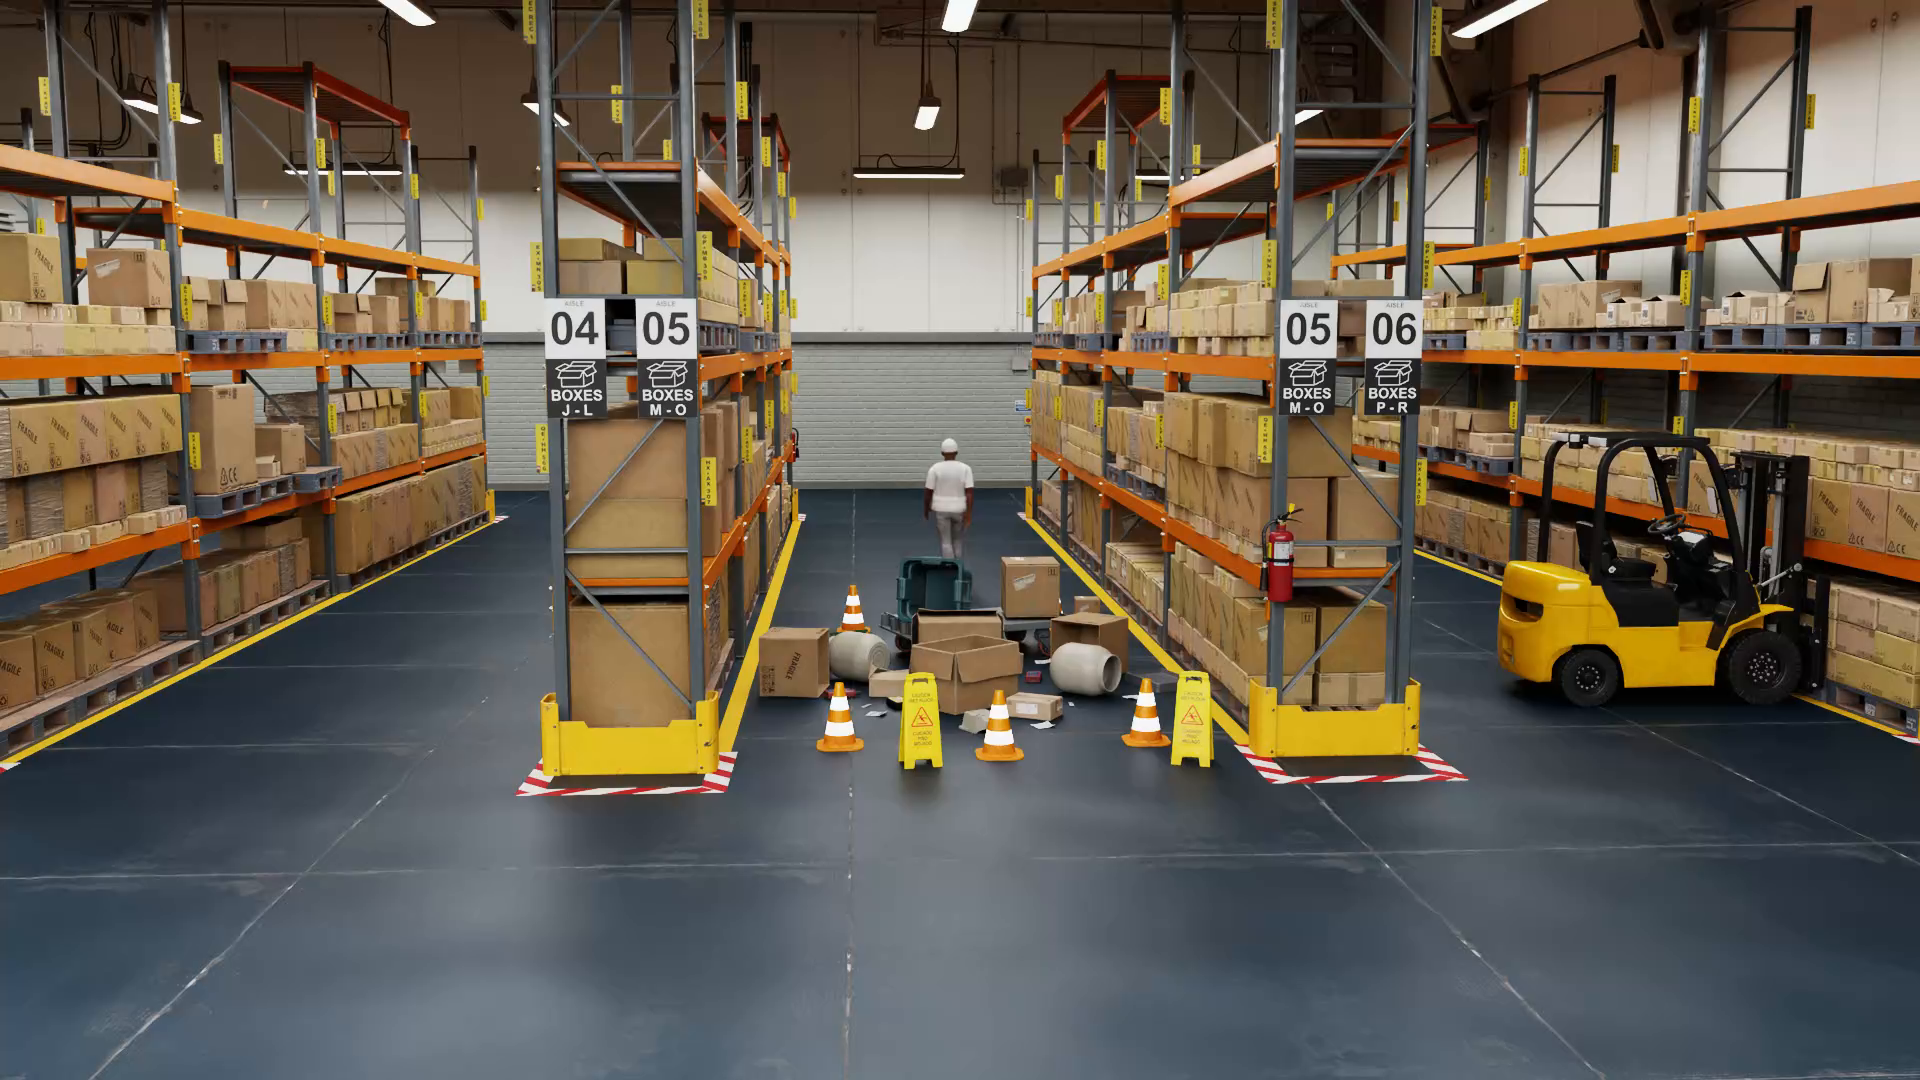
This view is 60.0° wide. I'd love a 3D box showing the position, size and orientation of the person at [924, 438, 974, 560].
[{"bbox_3d":[-0.156,-0.367,20.096,0.571,1.736,0.928,-1,7,-10],"label":"person"}]
